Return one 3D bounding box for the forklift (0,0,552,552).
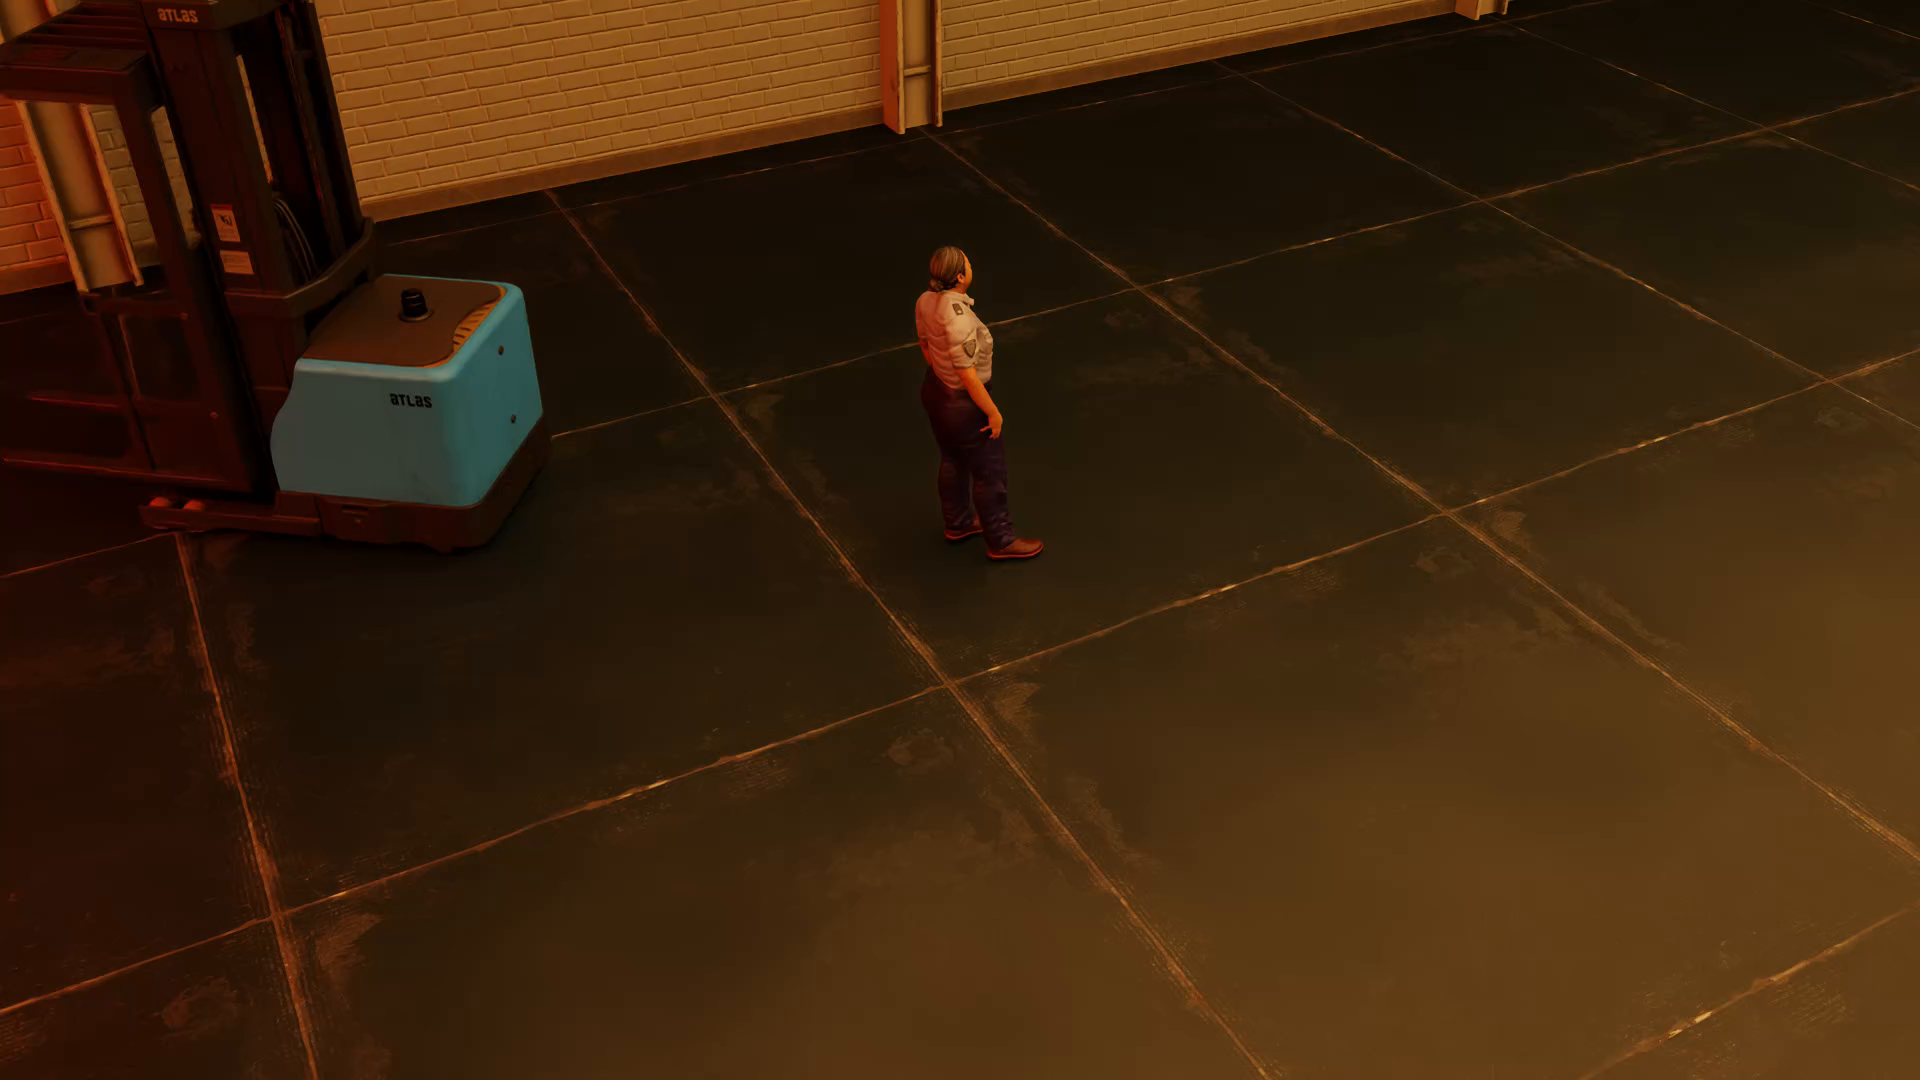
[{"bbox_3d":[-3.833,-1.528,8.285,3.031,2.935,1.130,5,36,7],"label":"forklift"}]

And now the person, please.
[{"bbox_3d":[0.091,-0.691,8.200,0.502,1.651,0.598,-17,39,-23],"label":"person"}]
